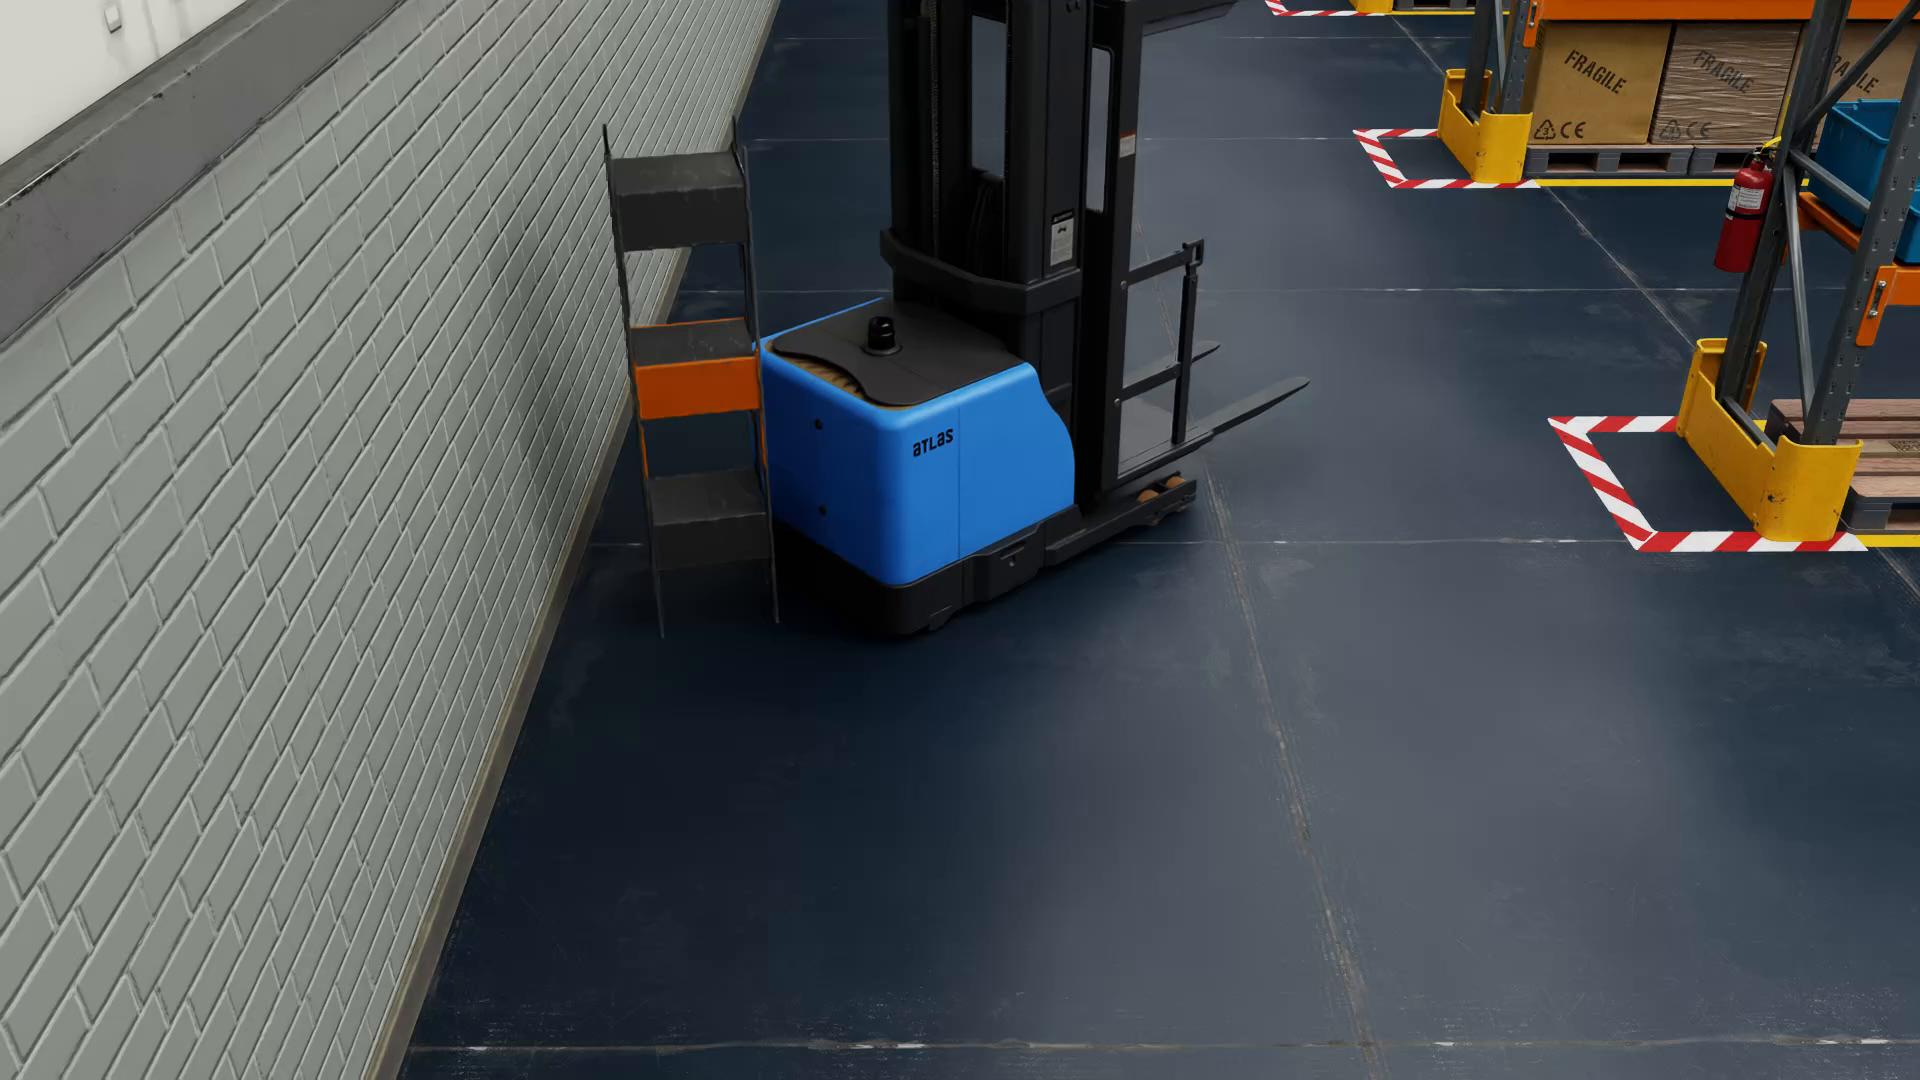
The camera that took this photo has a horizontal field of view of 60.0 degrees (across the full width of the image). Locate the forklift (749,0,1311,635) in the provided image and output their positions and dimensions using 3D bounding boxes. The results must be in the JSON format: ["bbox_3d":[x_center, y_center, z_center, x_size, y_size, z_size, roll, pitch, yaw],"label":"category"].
[{"bbox_3d":[0.496,-1.500,7.397,3.031,2.935,1.130,-25,39,-35],"label":"forklift"}]

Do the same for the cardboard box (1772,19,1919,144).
[{"bbox_3d":[6.345,-3.474,12.227,0.875,0.875,0.875,0,31,0],"label":"cardboard box"}]

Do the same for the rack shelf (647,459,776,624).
[{"bbox_3d":[-1.067,0.002,7.098,0.480,0.518,0.431,-7,32,-11],"label":"rack shelf"}]

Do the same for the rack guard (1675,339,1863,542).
[{"bbox_3d":[3.911,-0.509,8.107,0.348,0.500,1.175,0,31,0],"label":"rack guard"}]

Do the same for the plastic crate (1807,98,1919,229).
[{"bbox_3d":[4.269,-1.723,7.606,0.499,0.435,0.616,0,31,0],"label":"plastic crate"}]

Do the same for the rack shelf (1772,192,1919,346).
[{"bbox_3d":[5.935,-1.283,7.667,4.000,0.370,1.077,0,31,0],"label":"rack shelf"}]

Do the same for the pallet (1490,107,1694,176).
[{"bbox_3d":[4.705,-3.004,12.498,1.213,0.211,1.003,0,31,0],"label":"pallet"}]

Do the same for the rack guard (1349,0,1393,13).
[{"bbox_3d":[4.053,-5.658,16.594,0.348,0.500,1.175,0,31,0],"label":"rack guard"}]

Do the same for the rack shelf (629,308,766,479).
[{"bbox_3d":[-1.067,-0.596,6.735,0.480,0.518,0.431,-7,32,-11],"label":"rack shelf"}]

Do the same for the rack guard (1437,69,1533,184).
[{"bbox_3d":[3.882,-3.085,12.352,0.348,0.500,1.175,0,31,0],"label":"rack guard"}]

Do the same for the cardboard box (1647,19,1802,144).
[{"bbox_3d":[5.455,-3.471,12.223,0.875,0.875,0.875,0,31,0],"label":"cardboard box"}]

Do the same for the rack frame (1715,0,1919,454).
[{"bbox_3d":[3.935,-1.584,7.470,0.127,3.000,1.000,0,31,0],"label":"rack frame"}]

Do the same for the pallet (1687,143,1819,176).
[{"bbox_3d":[5.922,-3.007,12.502,1.213,0.211,1.003,0,31,0],"label":"pallet"}]

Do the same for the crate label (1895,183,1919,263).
[{"bbox_3d":[4.184,-1.369,7.217,0.303,0.233,0.416,0,31,0],"label":"crate label"}]

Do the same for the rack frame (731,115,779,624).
[{"bbox_3d":[-0.830,-0.636,6.775,0.015,2.100,0.400,-7,32,-11],"label":"rack frame"}]

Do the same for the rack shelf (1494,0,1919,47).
[{"bbox_3d":[5.905,-3.852,11.901,4.000,0.370,1.077,0,31,0],"label":"rack shelf"}]

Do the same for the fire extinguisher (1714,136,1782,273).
[{"bbox_3d":[3.782,-1.627,7.974,0.183,0.674,0.296,0,31,0],"label":"fire extinguisher"}]

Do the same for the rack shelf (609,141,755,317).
[{"bbox_3d":[-1.067,-1.195,6.372,0.480,0.518,0.431,-7,32,-11],"label":"rack shelf"}]

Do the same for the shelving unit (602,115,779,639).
[{"bbox_3d":[-1.067,-0.608,6.728,0.503,2.100,0.431,-7,32,-11],"label":"shelving unit"}]

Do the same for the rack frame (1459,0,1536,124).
[{"bbox_3d":[3.906,-4.154,11.704,0.127,3.000,1.000,0,31,0],"label":"rack frame"}]

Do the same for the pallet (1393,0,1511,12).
[{"bbox_3d":[4.865,-5.519,16.643,1.213,0.211,1.003,0,31,0],"label":"pallet"}]

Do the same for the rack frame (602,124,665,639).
[{"bbox_3d":[-1.305,-0.579,6.681,0.015,2.100,0.400,-7,32,-11],"label":"rack frame"}]

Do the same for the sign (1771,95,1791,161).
[{"bbox_3d":[3.916,-1.939,7.898,0.005,0.325,0.100,0,31,0],"label":"sign"}]

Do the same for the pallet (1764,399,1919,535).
[{"bbox_3d":[4.760,-0.375,8.164,1.213,0.211,1.003,0,31,0],"label":"pallet"}]

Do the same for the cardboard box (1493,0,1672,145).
[{"bbox_3d":[4.545,-3.468,12.218,0.875,0.875,0.875,0,31,0],"label":"cardboard box"}]
